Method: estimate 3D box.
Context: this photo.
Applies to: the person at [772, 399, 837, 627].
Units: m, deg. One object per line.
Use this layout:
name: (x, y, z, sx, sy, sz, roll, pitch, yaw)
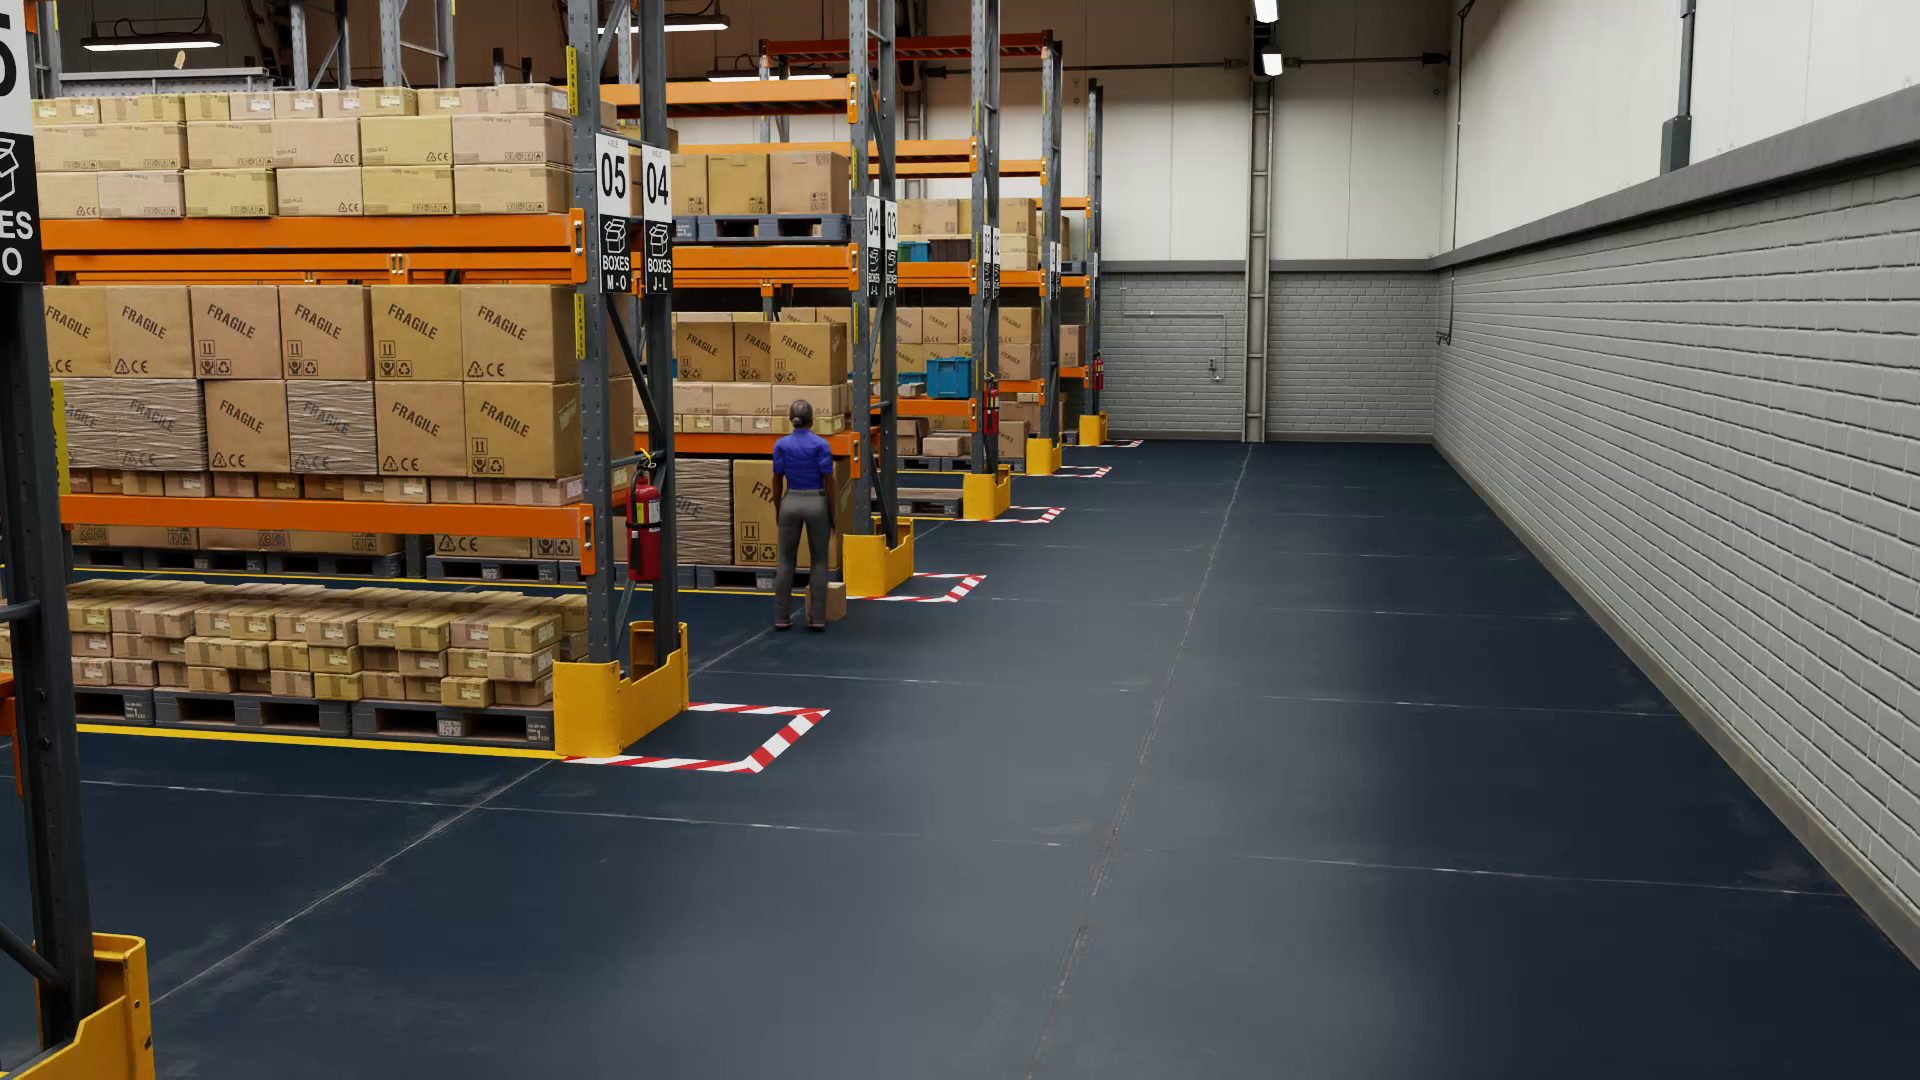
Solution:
person: (-1.118, -0.185, 12.035, 0.489, 1.671, 0.367, 1, 8, 6)
